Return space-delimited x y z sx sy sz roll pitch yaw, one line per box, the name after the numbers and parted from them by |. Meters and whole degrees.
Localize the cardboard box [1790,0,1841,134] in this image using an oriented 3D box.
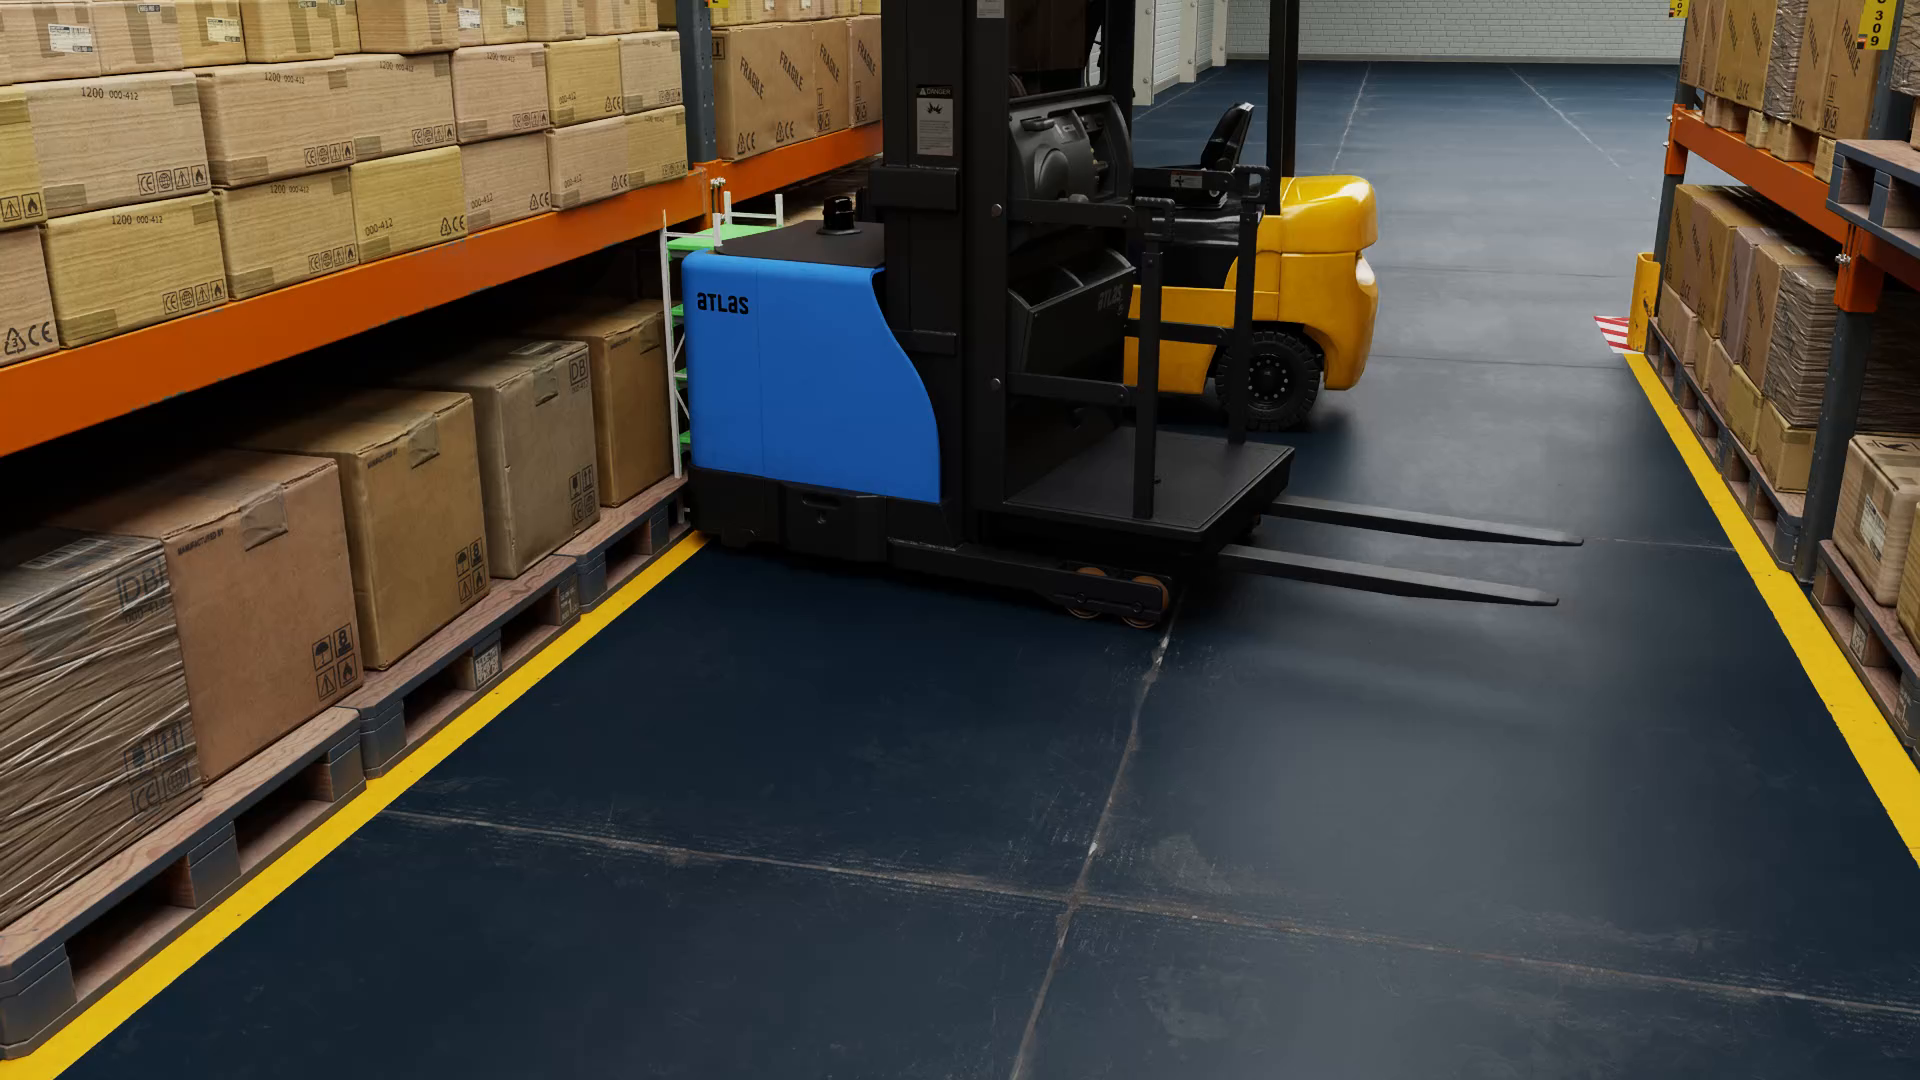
3.379 -1.751 6.059 0.500 0.500 0.500 5 20 15 | cardboard box

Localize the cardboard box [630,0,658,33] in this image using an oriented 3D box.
-1.290 -1.863 5.843 0.380 0.149 0.250 5 20 15 | cardboard box

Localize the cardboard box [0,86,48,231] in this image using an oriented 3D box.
-2.030 -0.663 2.946 0.500 0.250 0.500 5 19 13 | cardboard box

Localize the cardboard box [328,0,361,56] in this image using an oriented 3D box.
-1.761 -1.305 4.209 0.380 0.149 0.250 5 19 13 | cardboard box

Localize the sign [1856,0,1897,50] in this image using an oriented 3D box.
2.864 -1.693 5.163 0.100 0.325 0.005 5 19 13 | sign

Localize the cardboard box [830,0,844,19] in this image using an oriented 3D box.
-0.748 -2.466 7.607 0.380 0.149 0.250 4 19 12 | cardboard box

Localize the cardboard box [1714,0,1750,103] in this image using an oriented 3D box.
3.738 -2.235 7.476 0.500 0.500 0.500 4 19 12 | cardboard box

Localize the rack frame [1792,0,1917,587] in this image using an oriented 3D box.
3.392 -1.242 5.184 1.000 3.000 0.127 5 19 13 | rack frame

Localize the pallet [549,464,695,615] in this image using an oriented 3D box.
-1.564 -0.080 6.094 1.003 0.211 1.213 5 19 13 | pallet

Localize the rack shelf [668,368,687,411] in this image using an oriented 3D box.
-0.867 -0.608 6.294 0.258 0.148 0.480 7 21 19 | rack shelf

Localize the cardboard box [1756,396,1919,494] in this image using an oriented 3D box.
3.276 -0.347 6.166 0.500 0.250 0.500 6 20 16 | cardboard box

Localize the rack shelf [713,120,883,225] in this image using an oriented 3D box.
-0.933 -1.920 8.280 1.077 0.370 4.000 5 19 13 | rack shelf

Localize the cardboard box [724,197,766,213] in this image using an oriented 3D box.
-1.243 -1.491 7.969 0.500 0.250 0.500 5 19 14 | cardboard box

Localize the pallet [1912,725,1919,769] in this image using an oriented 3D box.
2.907 0.705 3.797 1.003 0.211 1.213 5 19 13 | pallet

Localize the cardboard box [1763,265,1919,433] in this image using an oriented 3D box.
3.277 -0.701 6.045 0.500 0.500 0.500 4 19 13 | cardboard box

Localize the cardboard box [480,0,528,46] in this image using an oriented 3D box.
-1.507 -1.538 4.892 0.380 0.149 0.250 4 19 12 | cardboard box

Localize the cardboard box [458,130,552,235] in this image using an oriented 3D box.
-1.560 -1.072 4.919 0.500 0.250 0.500 5 19 14 | cardboard box

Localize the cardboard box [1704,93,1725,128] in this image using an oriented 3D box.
3.788 -2.054 7.950 0.380 0.149 0.250 5 19 14 | cardboard box

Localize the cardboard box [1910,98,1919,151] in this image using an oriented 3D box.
2.951 -1.174 4.723 0.380 0.149 0.250 5 19 14 | cardboard box

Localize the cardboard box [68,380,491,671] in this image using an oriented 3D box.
-1.917 -0.065 4.763 0.875 0.625 0.625 4 19 11 | cardboard box

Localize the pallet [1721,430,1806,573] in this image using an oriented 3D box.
3.522 -0.136 6.260 1.003 0.211 1.213 5 19 13 | pallet

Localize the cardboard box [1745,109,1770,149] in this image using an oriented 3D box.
3.539 -1.728 6.996 0.380 0.149 0.250 5 19 14 | cardboard box

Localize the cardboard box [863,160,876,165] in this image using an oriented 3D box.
-0.255 -2.089 9.720 0.500 0.250 0.500 5 20 15 | cardboard box

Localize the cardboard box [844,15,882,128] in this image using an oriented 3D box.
-0.683 -2.278 8.063 0.500 0.500 0.500 5 19 14 | cardboard box

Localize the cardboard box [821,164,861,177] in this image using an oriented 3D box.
-0.864 -1.965 9.358 0.500 0.250 0.500 5 19 13 | cardboard box

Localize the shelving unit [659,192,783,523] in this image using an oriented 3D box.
-0.867 -0.668 6.272 0.258 1.200 0.503 7 21 19 | shelving unit

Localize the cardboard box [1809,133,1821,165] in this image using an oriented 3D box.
3.443 -1.480 6.267 0.380 0.149 0.250 4 19 13 | cardboard box

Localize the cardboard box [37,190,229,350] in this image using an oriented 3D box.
-1.926 -0.586 3.493 0.500 0.250 0.500 4 19 12 | cardboard box

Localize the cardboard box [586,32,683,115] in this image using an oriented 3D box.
-1.294 -1.625 5.762 0.500 0.250 0.500 4 19 12 | cardboard box

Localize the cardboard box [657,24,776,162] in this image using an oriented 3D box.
-1.060 -1.799 6.659 0.500 0.500 0.500 4 19 12 | cardboard box

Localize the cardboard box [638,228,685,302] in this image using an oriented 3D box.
-0.999 -1.131 6.915 0.500 0.250 0.500 4 19 13 | cardboard box

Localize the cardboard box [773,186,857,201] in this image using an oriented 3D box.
-0.619 -1.611 8.321 0.500 0.250 0.500 4 19 12 | cardboard box

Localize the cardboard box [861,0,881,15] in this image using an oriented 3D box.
-0.547 -2.706 8.312 0.380 0.149 0.250 5 19 14 | cardboard box

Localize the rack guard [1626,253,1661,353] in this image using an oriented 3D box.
4.351 -1.289 9.189 1.175 0.500 0.348 5 19 13 | rack guard

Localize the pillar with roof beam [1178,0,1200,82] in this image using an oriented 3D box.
8.550 -12.761 29.627 9.100 9.000 0.400 5 19 13 | pillar with roof beam

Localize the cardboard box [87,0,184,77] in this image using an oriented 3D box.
-1.882 -1.060 3.491 0.380 0.149 0.250 5 19 14 | cardboard box

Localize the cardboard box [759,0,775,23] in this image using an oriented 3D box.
-0.991 -2.232 6.923 0.380 0.149 0.250 5 19 13 | cardboard box

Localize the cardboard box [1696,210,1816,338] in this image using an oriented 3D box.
3.645 -1.189 7.473 0.500 0.500 0.500 5 19 14 | cardboard box

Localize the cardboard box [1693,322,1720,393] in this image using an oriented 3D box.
3.651 -0.831 7.585 0.500 0.250 0.500 6 20 17 | cardboard box

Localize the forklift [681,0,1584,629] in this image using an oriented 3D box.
0.561 -1.298 5.452 3.031 2.935 1.130 9 21 25 | forklift

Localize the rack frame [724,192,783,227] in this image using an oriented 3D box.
-0.781 -0.746 6.487 0.240 1.200 0.015 7 21 19 | rack frame

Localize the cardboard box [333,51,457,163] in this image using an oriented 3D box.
-1.685 -1.147 4.362 0.500 0.250 0.500 5 19 14 | cardboard box
